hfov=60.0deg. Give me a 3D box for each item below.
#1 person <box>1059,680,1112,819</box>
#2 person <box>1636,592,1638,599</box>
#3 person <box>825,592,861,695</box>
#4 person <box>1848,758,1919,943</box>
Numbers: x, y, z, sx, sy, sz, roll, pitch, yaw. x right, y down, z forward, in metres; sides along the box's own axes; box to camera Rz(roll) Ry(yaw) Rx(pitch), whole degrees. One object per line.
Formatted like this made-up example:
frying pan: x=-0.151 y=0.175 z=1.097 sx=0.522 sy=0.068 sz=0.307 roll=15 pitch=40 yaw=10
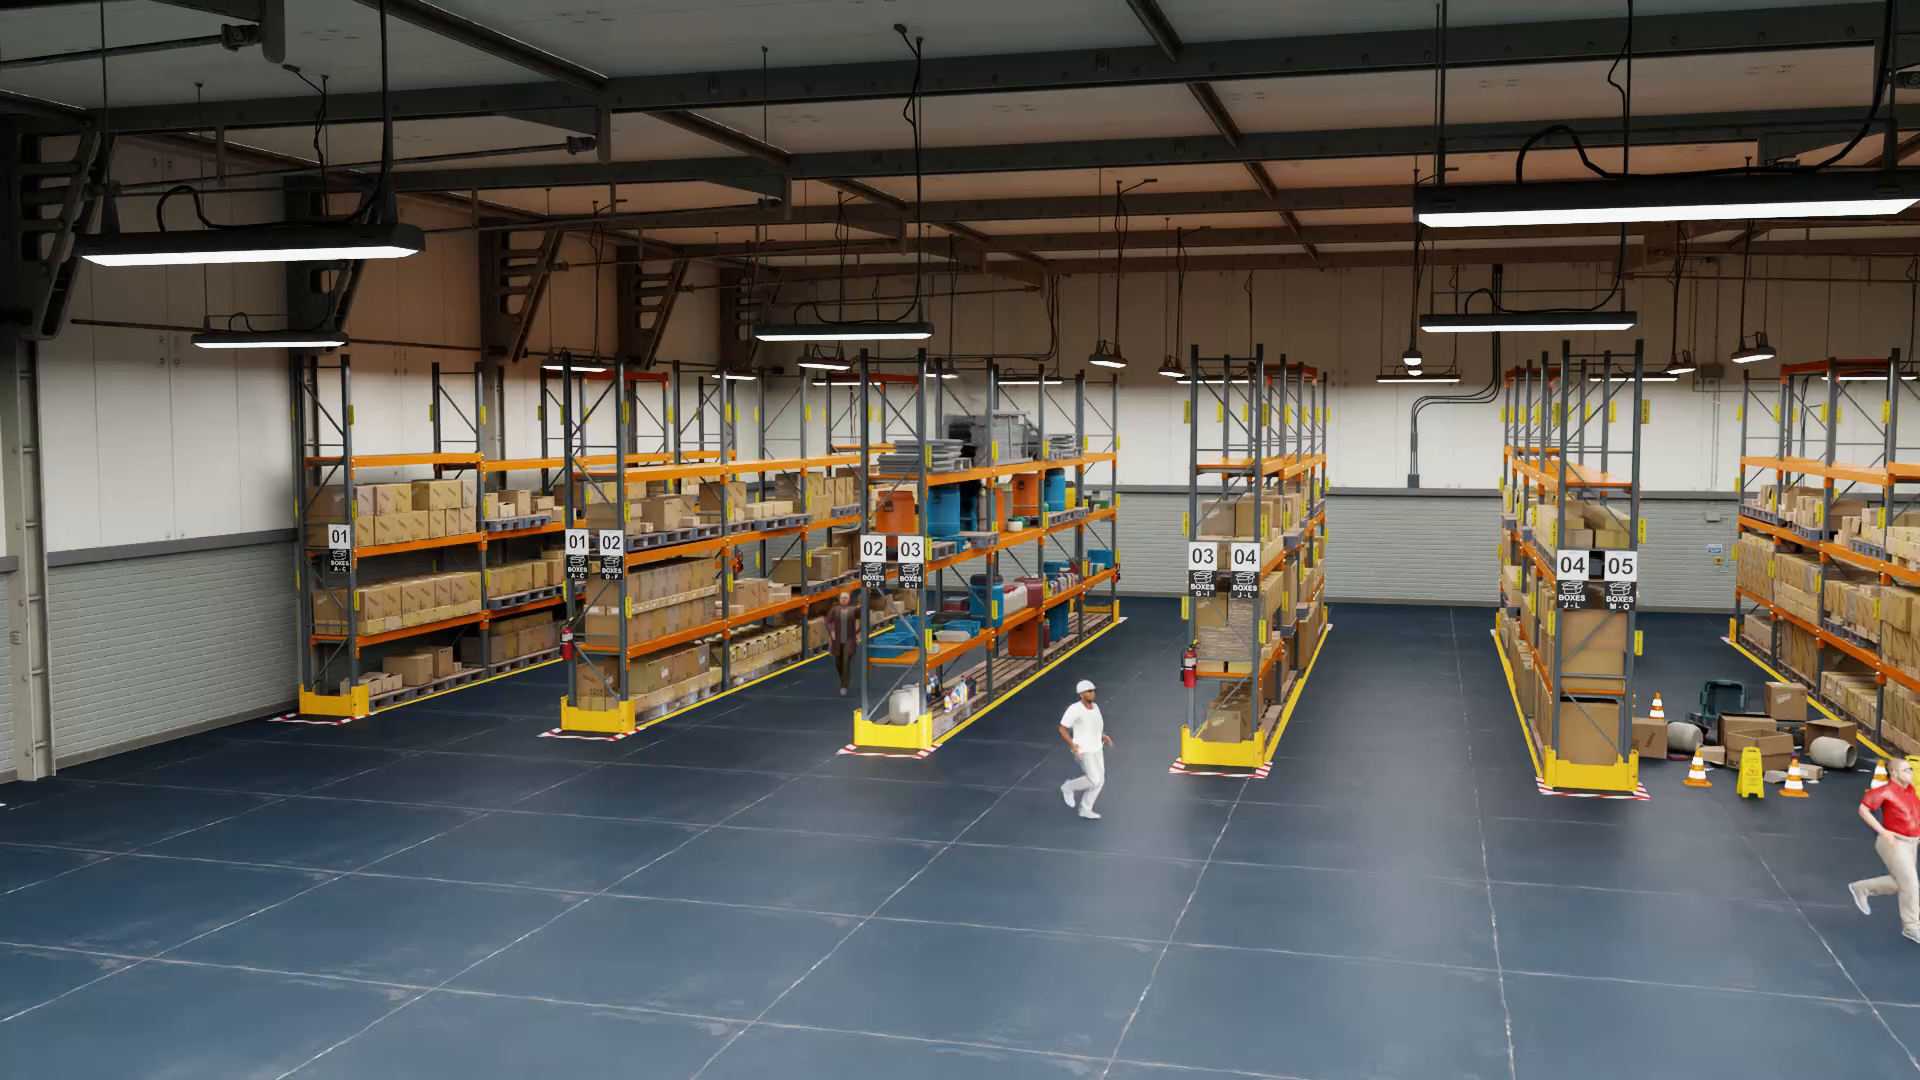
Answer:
person: x=1.569 y=2.597 z=20.664 sx=0.587 sy=1.715 sz=0.701 roll=4 pitch=6 yaw=42
person: x=14.058 y=1.491 z=35.402 sx=0.606 sy=1.724 sz=0.772 roll=0 pitch=4 yaw=6
person: x=-2.015 y=1.798 z=29.337 sx=0.737 sy=1.775 sz=0.836 roll=0 pitch=4 yaw=7
person: x=9.006 y=2.961 z=16.017 sx=0.663 sy=1.731 sz=0.879 roll=-3 pitch=5 yaw=-35
